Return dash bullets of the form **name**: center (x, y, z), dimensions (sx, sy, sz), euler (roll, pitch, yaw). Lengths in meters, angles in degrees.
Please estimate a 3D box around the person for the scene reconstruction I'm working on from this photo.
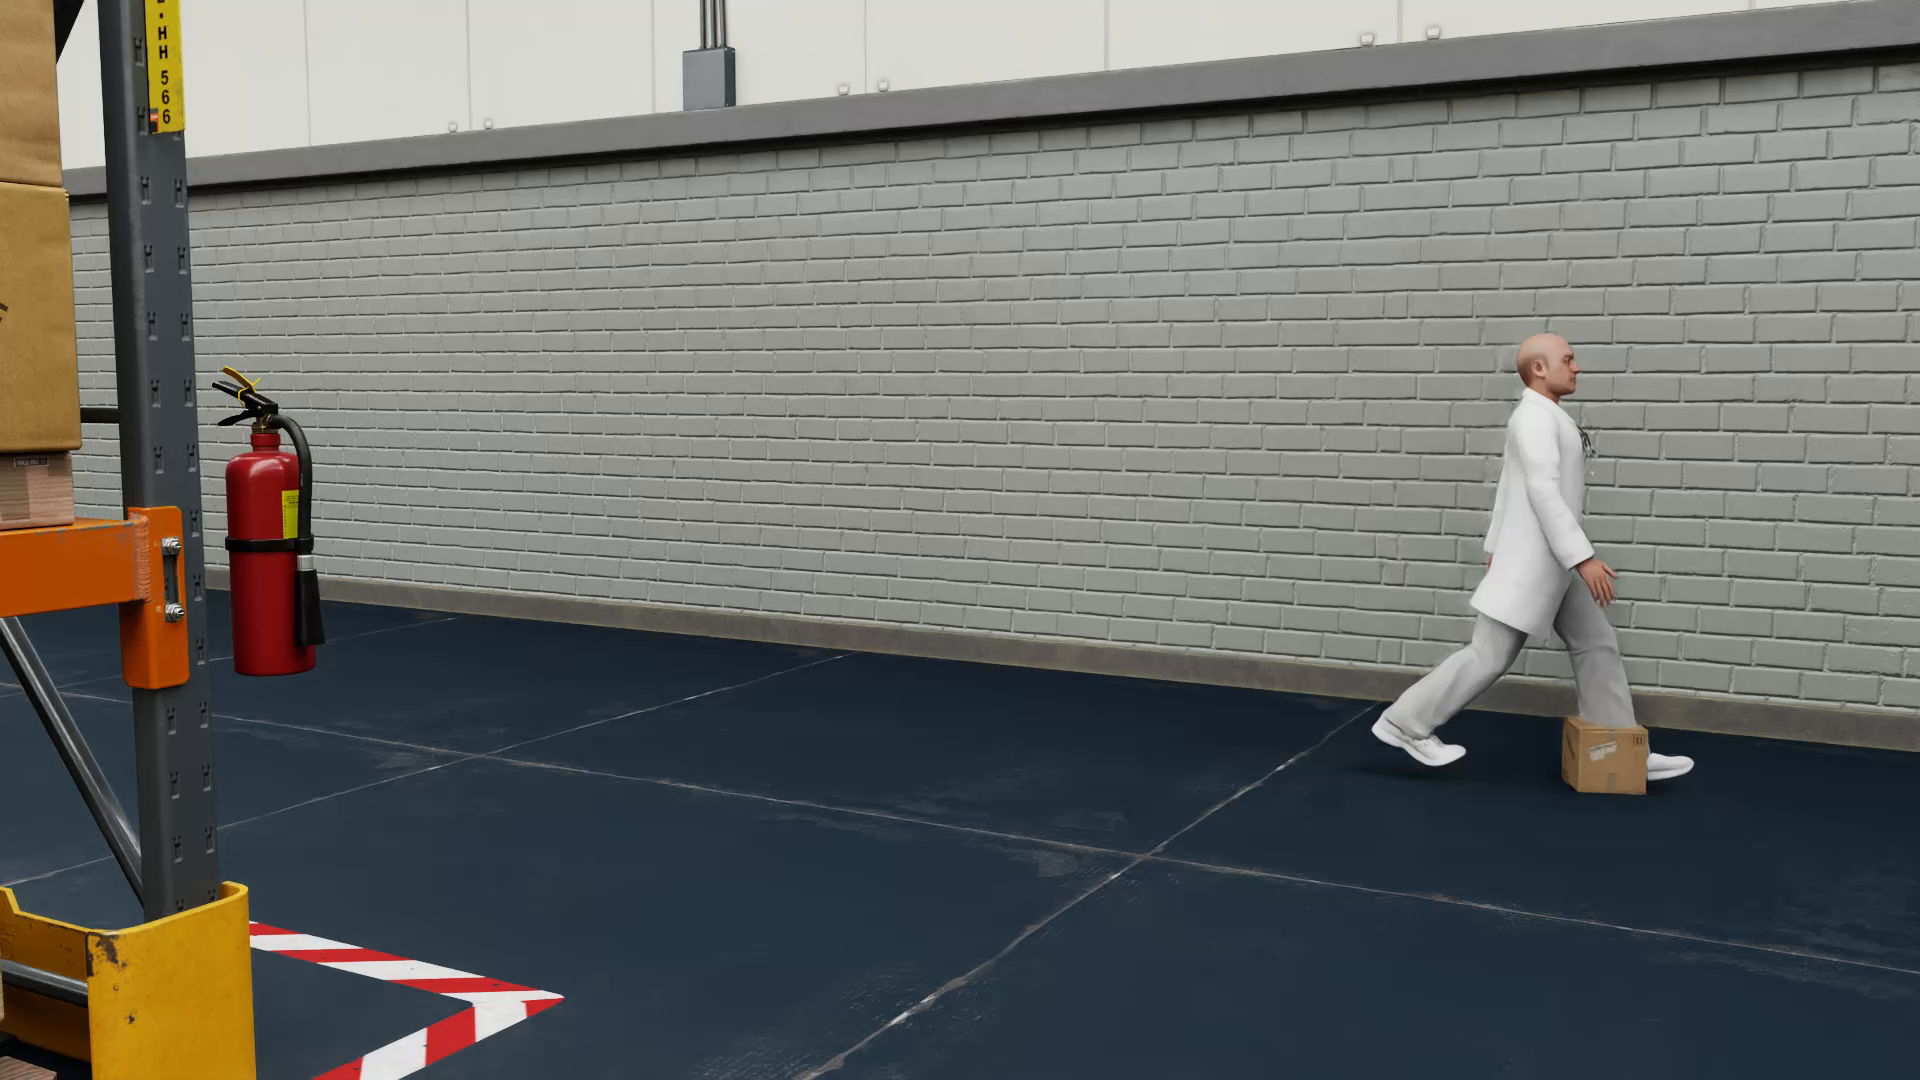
- **person**: center (2.212, 0.075, 6.393), dimensions (1.179, 1.727, 0.630), euler (3, 6, 24)
